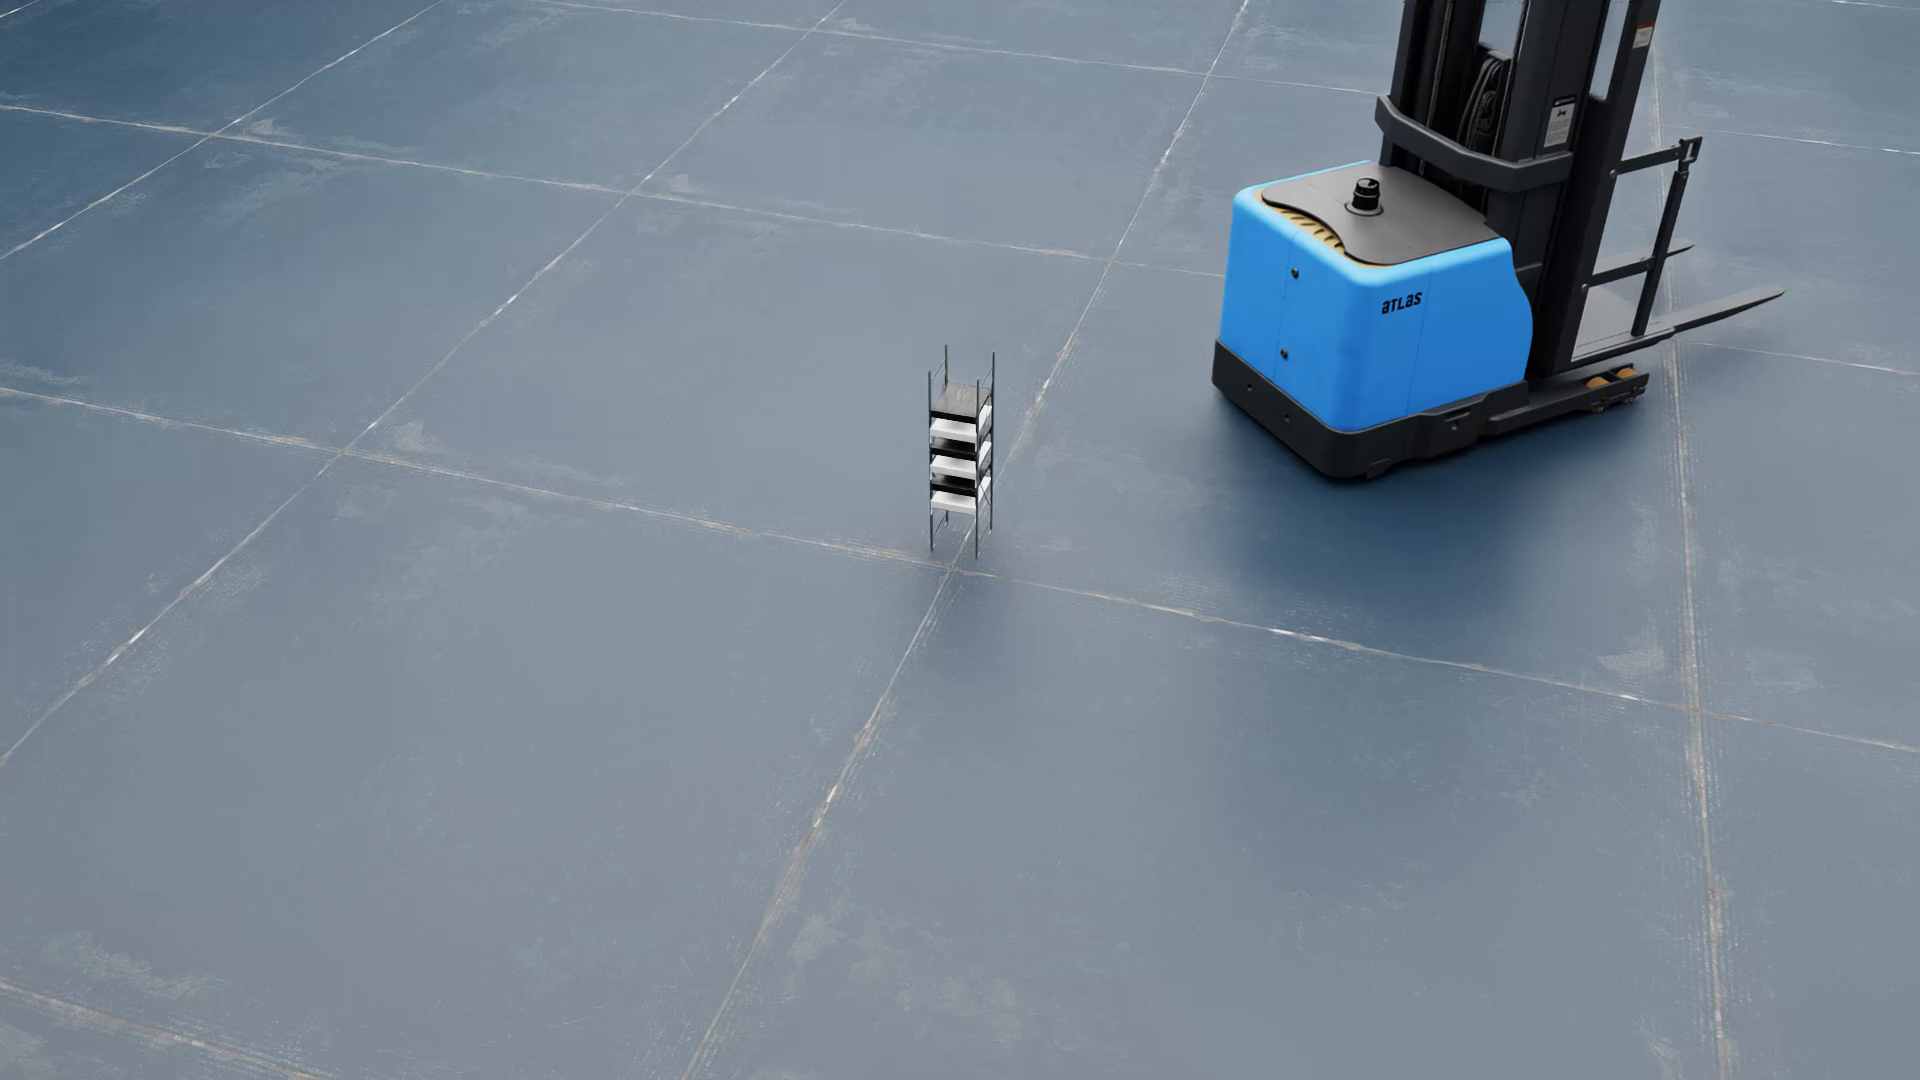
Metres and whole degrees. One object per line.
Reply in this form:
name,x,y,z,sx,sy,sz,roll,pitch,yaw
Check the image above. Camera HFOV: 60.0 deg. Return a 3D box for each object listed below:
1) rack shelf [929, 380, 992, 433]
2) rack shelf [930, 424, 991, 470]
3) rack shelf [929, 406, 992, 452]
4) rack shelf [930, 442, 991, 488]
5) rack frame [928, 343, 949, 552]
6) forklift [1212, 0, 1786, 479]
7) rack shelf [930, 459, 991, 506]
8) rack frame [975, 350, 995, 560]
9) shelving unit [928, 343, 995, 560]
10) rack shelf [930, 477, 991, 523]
rack shelf,0.008,-0.552,6.841,0.200,0.077,0.258,10,38,14
rack shelf,0.008,-0.407,6.948,0.200,0.077,0.258,10,38,14
rack shelf,0.008,-0.479,6.894,0.200,0.077,0.258,10,38,14
rack shelf,0.008,-0.334,7.001,0.200,0.077,0.258,10,38,14
rack frame,-0.089,-0.379,7.006,0.006,0.900,0.240,10,38,14
forklift,2.790,-2.064,7.582,3.031,2.935,1.130,-17,40,-21
rack shelf,0.008,-0.262,7.054,0.200,0.077,0.258,10,38,14
rack frame,0.105,-0.343,6.957,0.006,0.900,0.240,10,38,14
shelving unit,0.008,-0.361,6.981,0.210,0.900,0.258,10,38,14
rack shelf,0.008,-0.189,7.108,0.200,0.077,0.258,10,38,14
